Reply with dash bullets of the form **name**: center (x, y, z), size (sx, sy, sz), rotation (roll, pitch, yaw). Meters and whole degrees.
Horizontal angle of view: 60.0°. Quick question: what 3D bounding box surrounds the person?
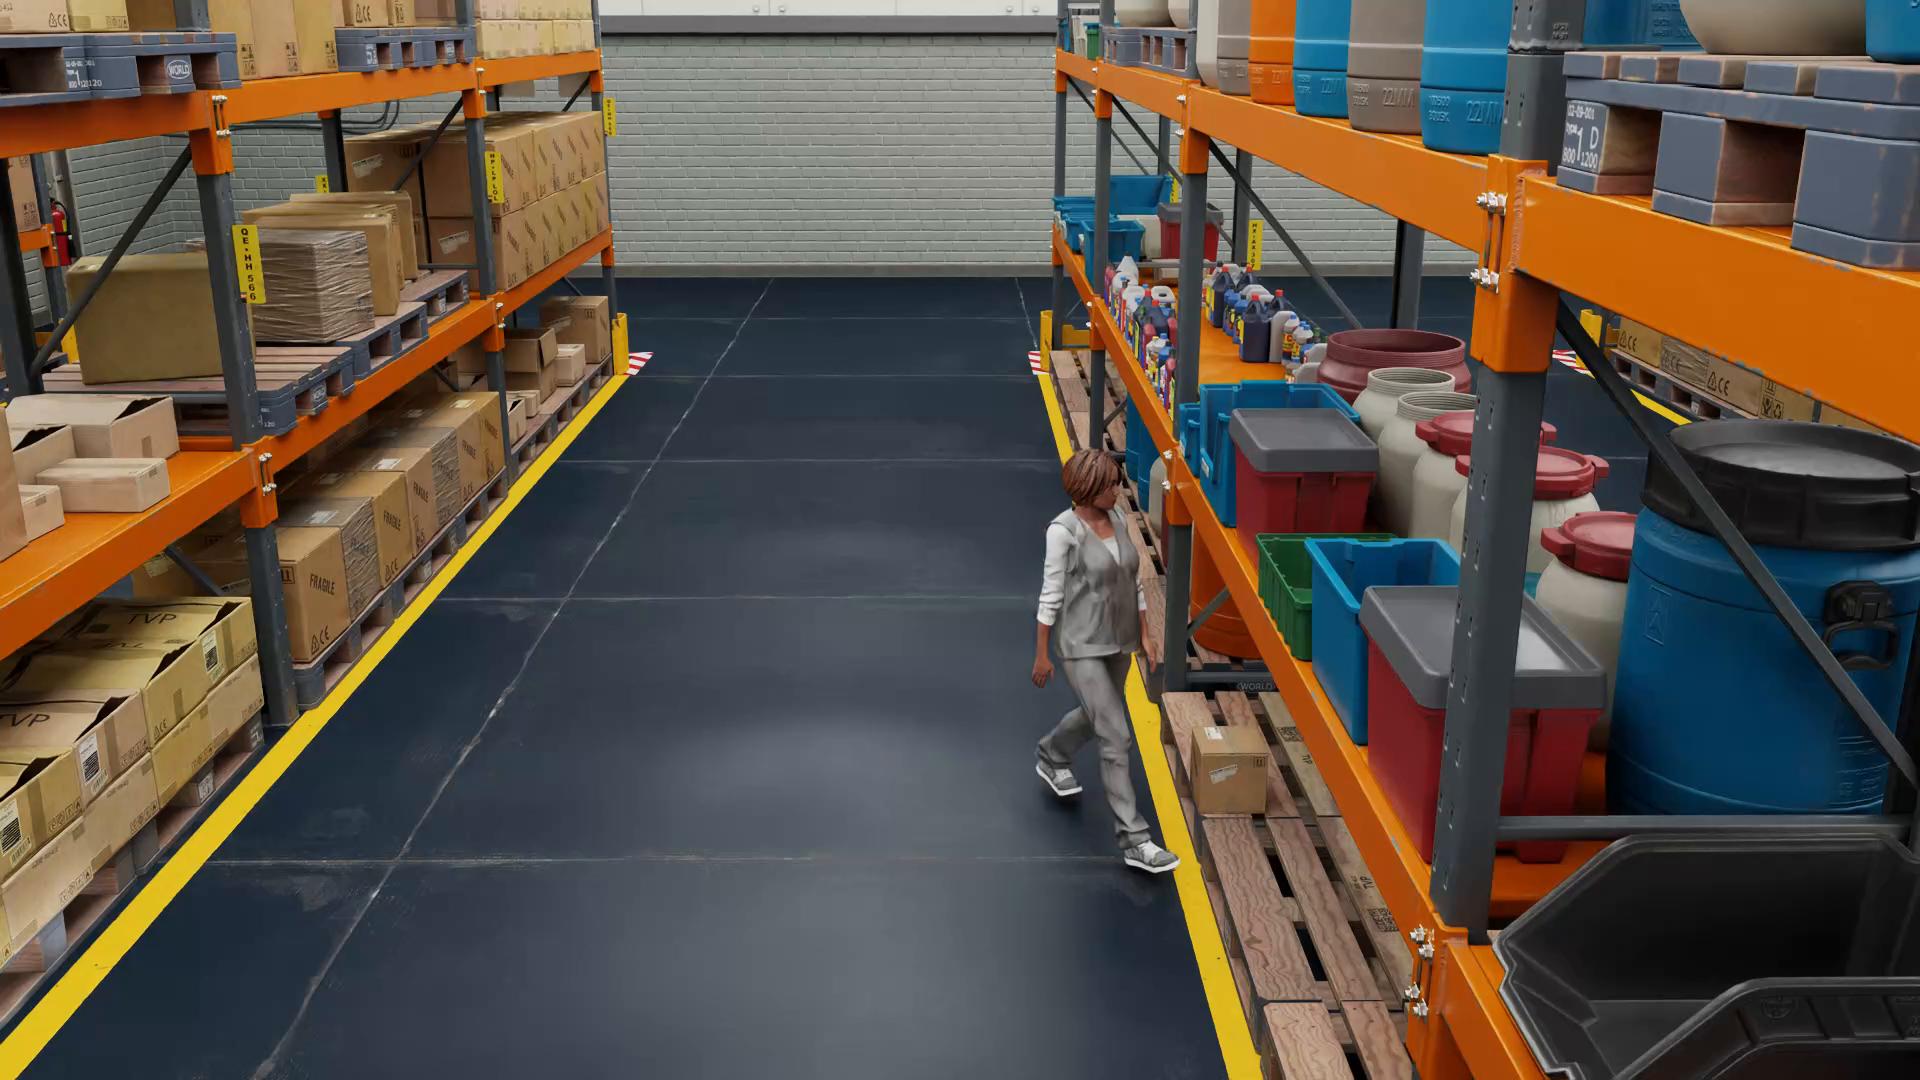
- **person**: center (0.563, 0.411, 6.310), size (0.437, 1.523, 0.960), rotation (-15, 23, -40)
